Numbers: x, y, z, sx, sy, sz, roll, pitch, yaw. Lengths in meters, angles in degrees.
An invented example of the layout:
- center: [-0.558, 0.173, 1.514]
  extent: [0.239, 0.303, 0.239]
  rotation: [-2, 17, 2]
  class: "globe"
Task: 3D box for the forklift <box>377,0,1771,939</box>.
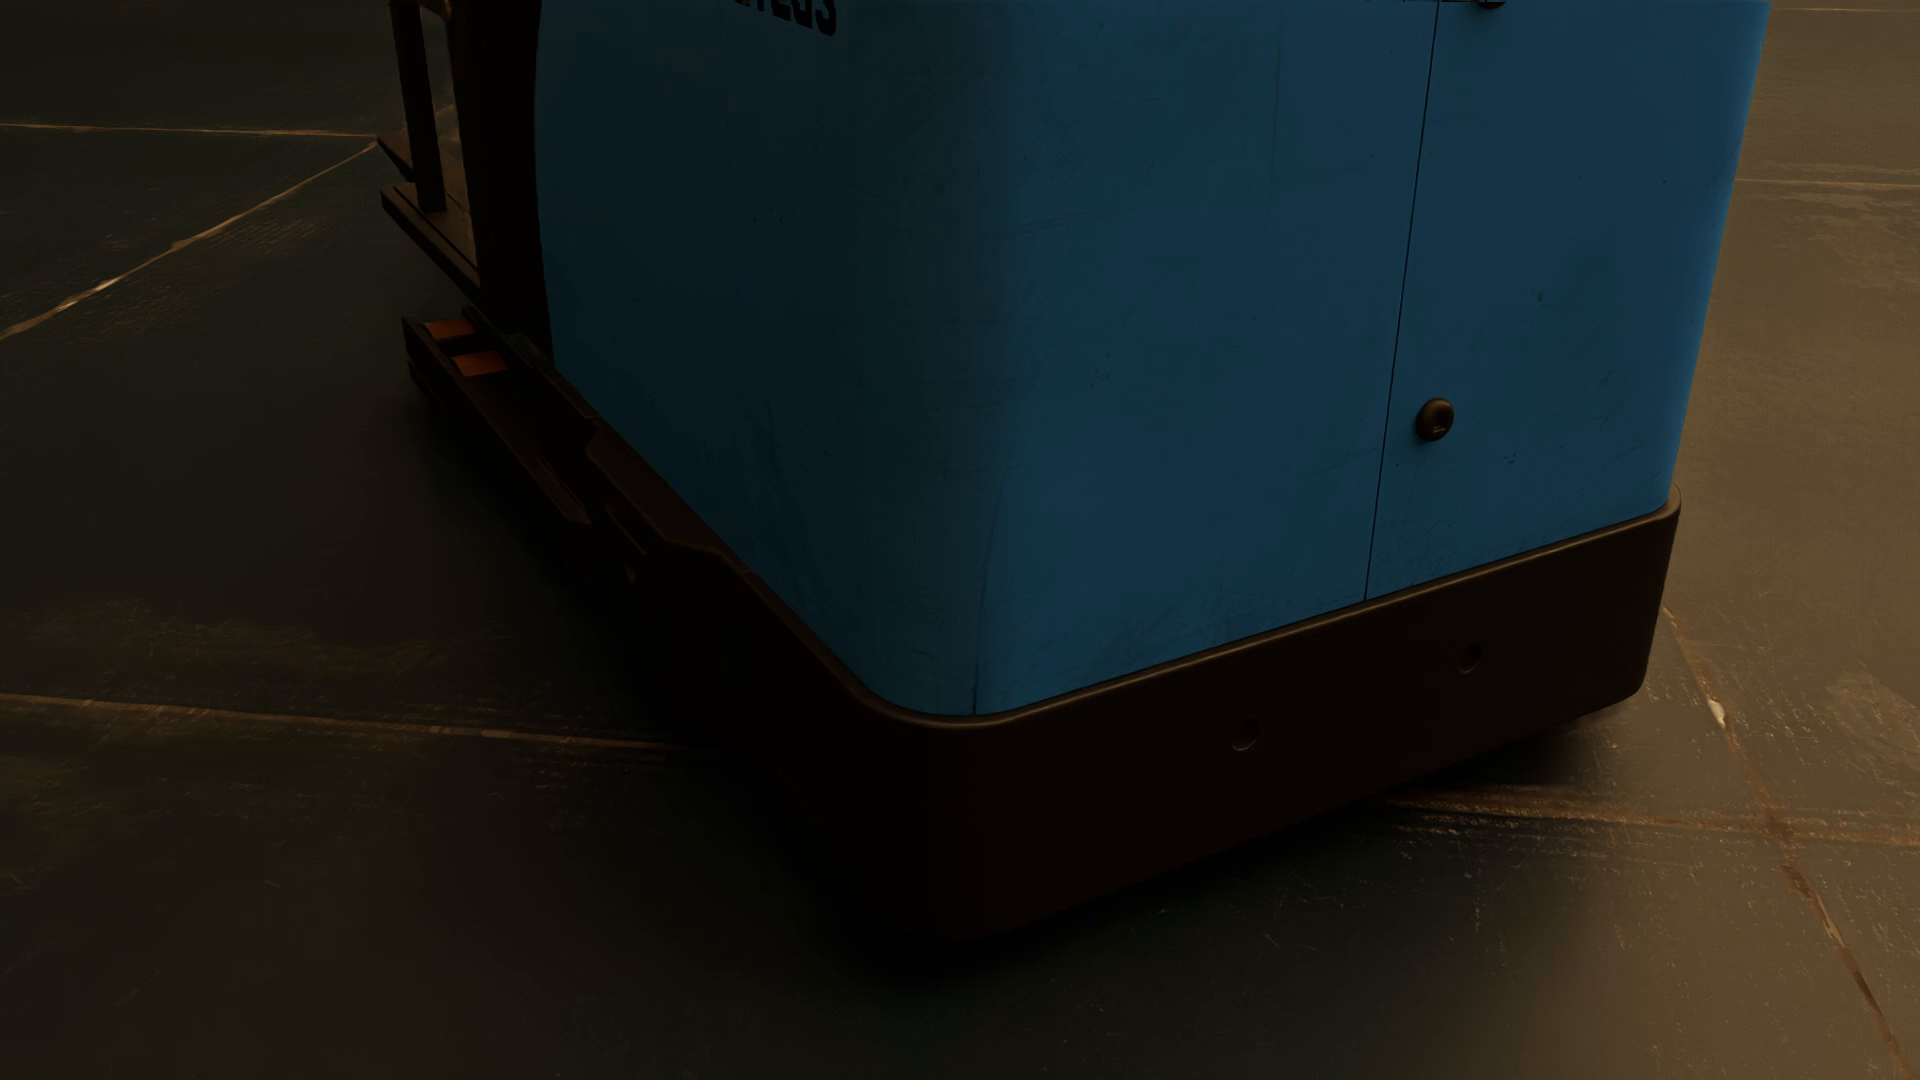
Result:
- center: [-0.330, -1.554, 2.332]
  extent: [1.130, 2.935, 3.031]
  rotation: [-14, 30, -26]
  class: "forklift"
